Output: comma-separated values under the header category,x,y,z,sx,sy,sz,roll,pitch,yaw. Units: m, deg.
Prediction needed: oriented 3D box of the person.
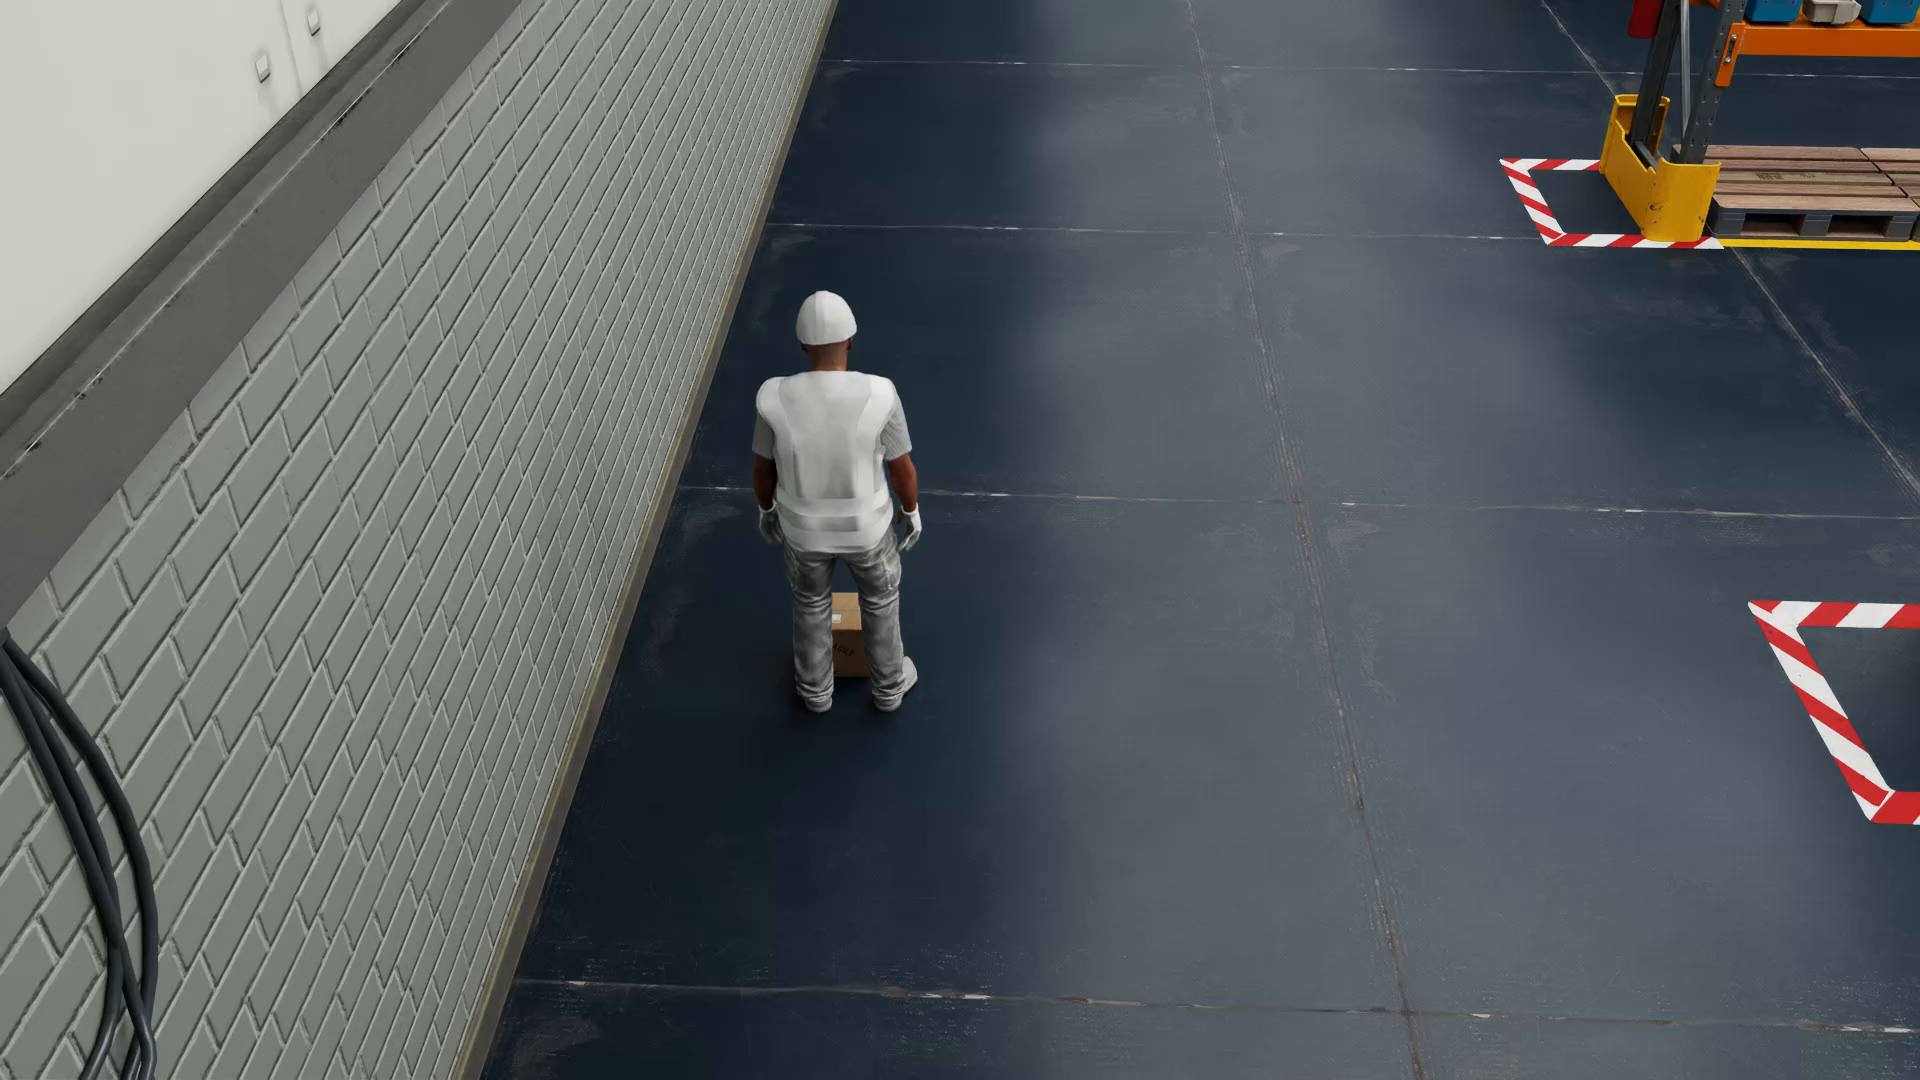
category,x,y,z,sx,sy,sz,roll,pitch,yaw
person,-0.455,-0.093,6.267,0.617,1.774,0.449,2,35,2
